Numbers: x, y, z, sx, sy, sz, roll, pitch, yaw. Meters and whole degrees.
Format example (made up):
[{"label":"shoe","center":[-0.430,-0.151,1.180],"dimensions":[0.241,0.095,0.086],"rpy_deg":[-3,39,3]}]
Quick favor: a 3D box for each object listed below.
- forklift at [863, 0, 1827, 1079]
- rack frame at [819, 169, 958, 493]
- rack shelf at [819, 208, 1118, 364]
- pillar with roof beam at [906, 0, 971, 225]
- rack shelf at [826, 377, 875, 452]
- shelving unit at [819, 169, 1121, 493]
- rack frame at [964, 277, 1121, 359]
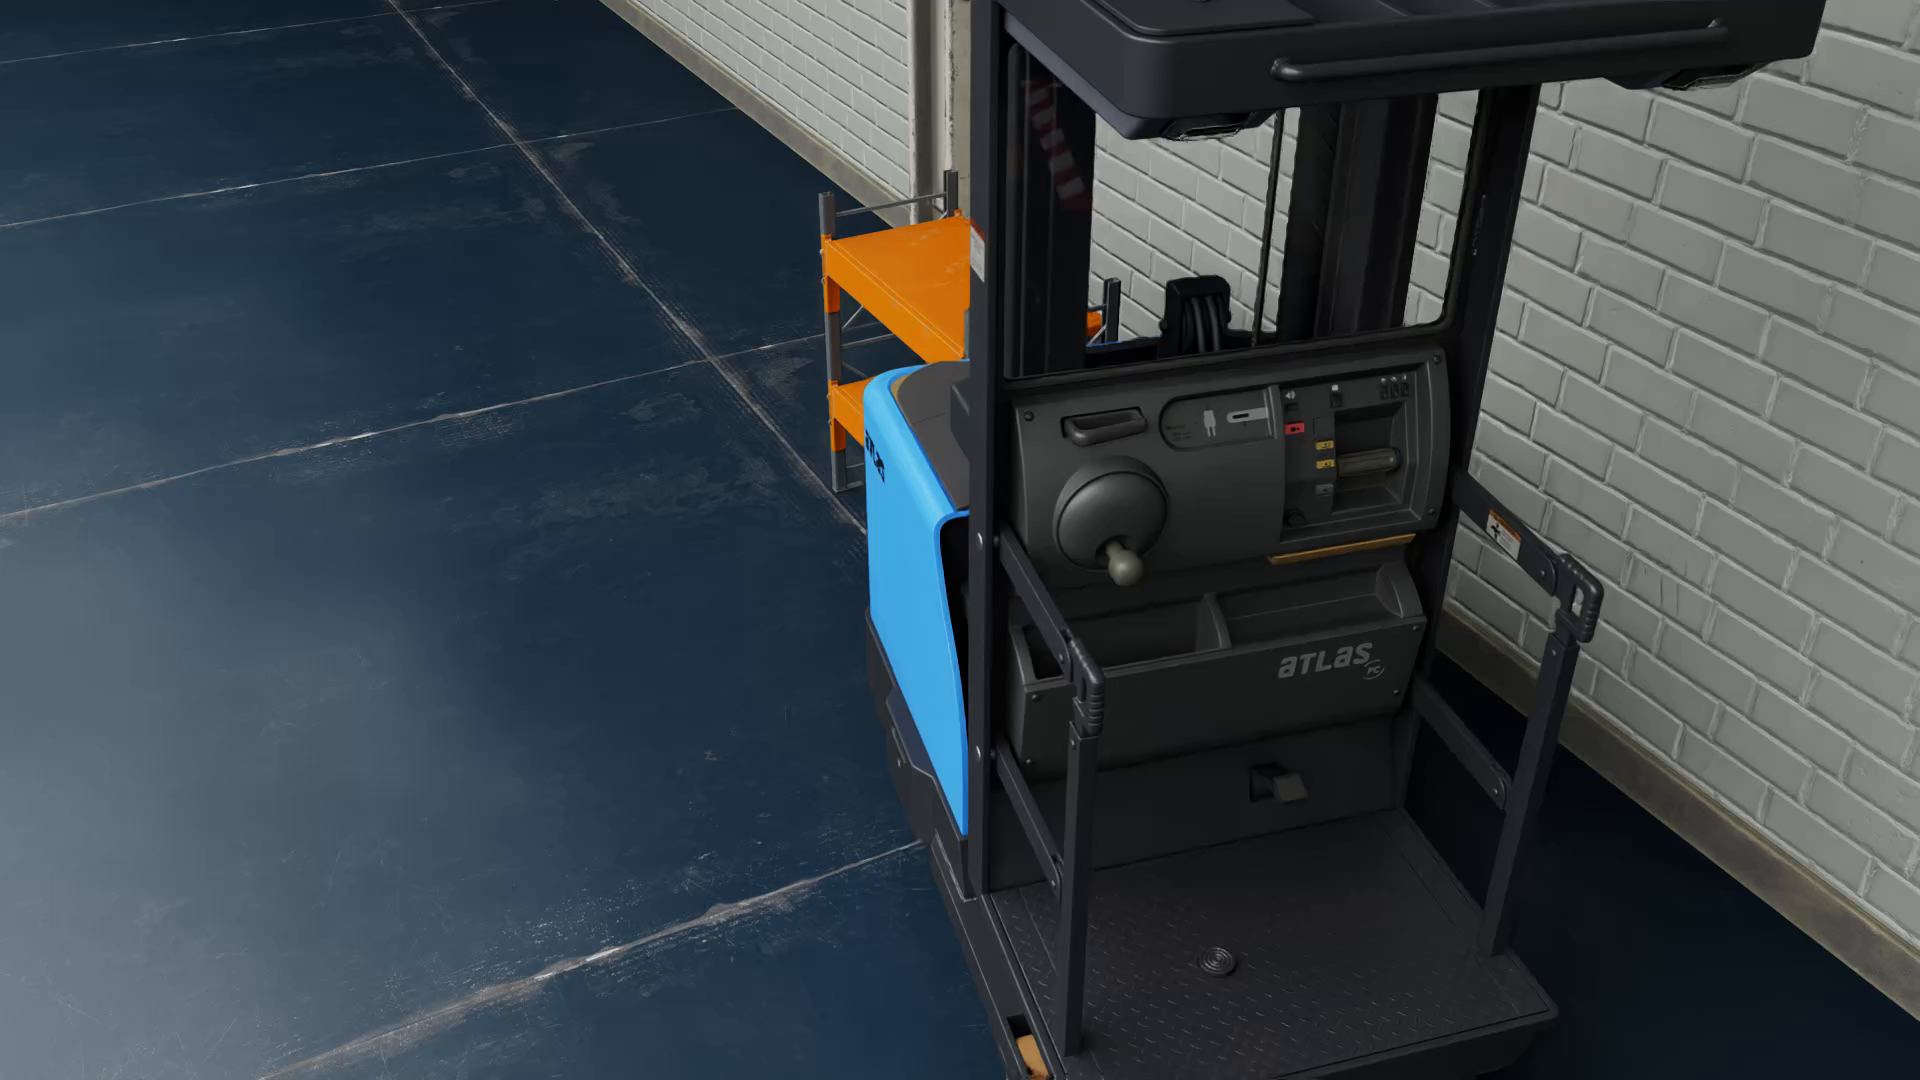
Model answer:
[{"label":"forklift","center":[0.623,-0.094,3.180],"dimensions":[1.130,2.935,3.031],"rpy_deg":[-9,34,-14]},{"label":"rack frame","center":[-0.234,-0.713,5.820],"dimensions":[0.500,1.125,0.032],"rpy_deg":[-16,36,-23]},{"label":"rack shelf","center":[0.003,-0.717,5.284],"dimensions":[0.538,0.278,1.000],"rpy_deg":[-16,36,-23]},{"label":"pillar with roof beam","center":[-3.802,-3.757,3.272],"dimensions":[9.100,9.000,0.400],"rpy_deg":[-16,36,-23]},{"label":"rack shelf","center":[0.003,-0.265,5.573],"dimensions":[0.538,0.278,1.000],"rpy_deg":[-16,36,-23]},{"label":"shelving unit","center":[0.003,-0.470,5.442],"dimensions":[0.538,1.125,1.048],"rpy_deg":[-16,36,-23]},{"label":"rack frame","center":[0.240,-0.228,5.063],"dimensions":[0.500,1.125,0.032],"rpy_deg":[-16,36,-23]}]
